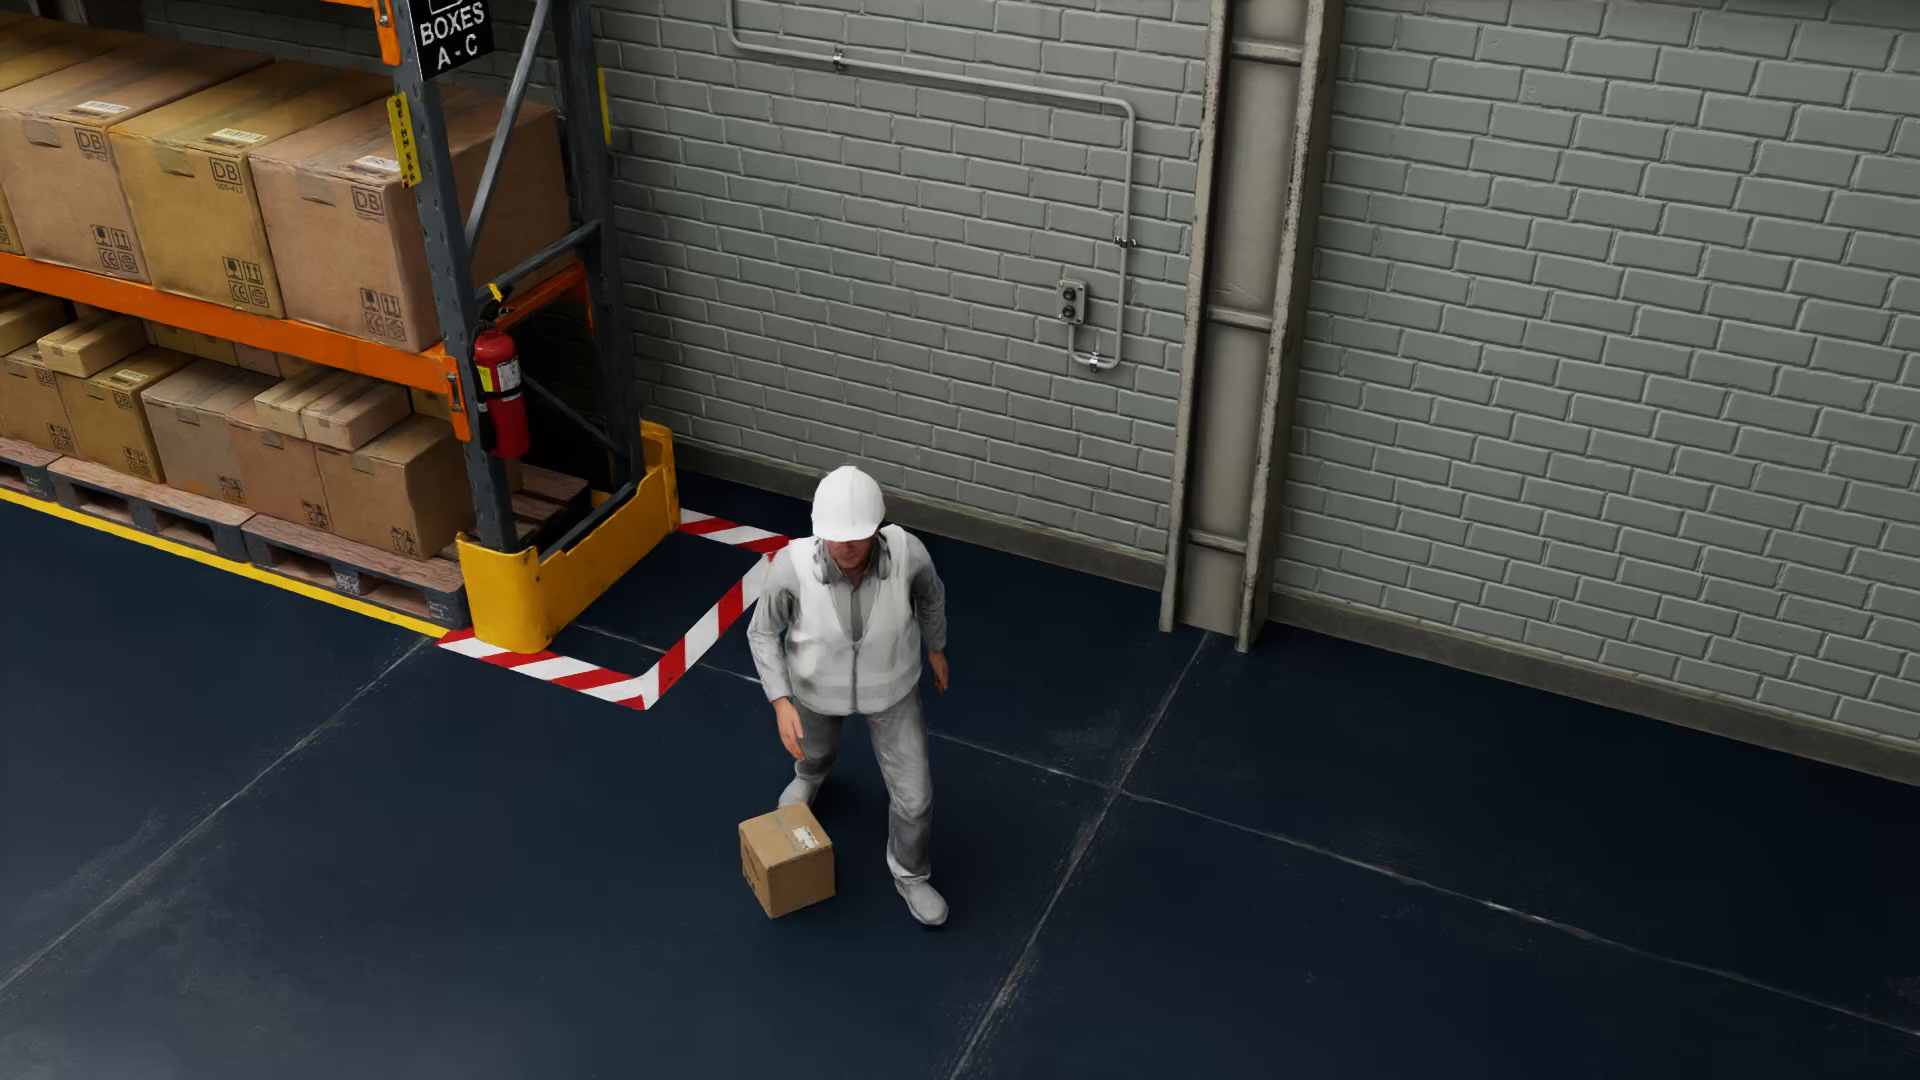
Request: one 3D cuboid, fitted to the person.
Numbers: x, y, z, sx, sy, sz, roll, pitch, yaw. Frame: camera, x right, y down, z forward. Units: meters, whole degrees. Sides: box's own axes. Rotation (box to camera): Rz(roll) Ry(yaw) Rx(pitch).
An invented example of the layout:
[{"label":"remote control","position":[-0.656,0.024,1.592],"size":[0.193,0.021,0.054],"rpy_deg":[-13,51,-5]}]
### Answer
[{"label":"person","position":[-0.358,0.413,5.519],"size":[0.649,1.713,0.848],"rpy_deg":[-2,34,-3]}]
